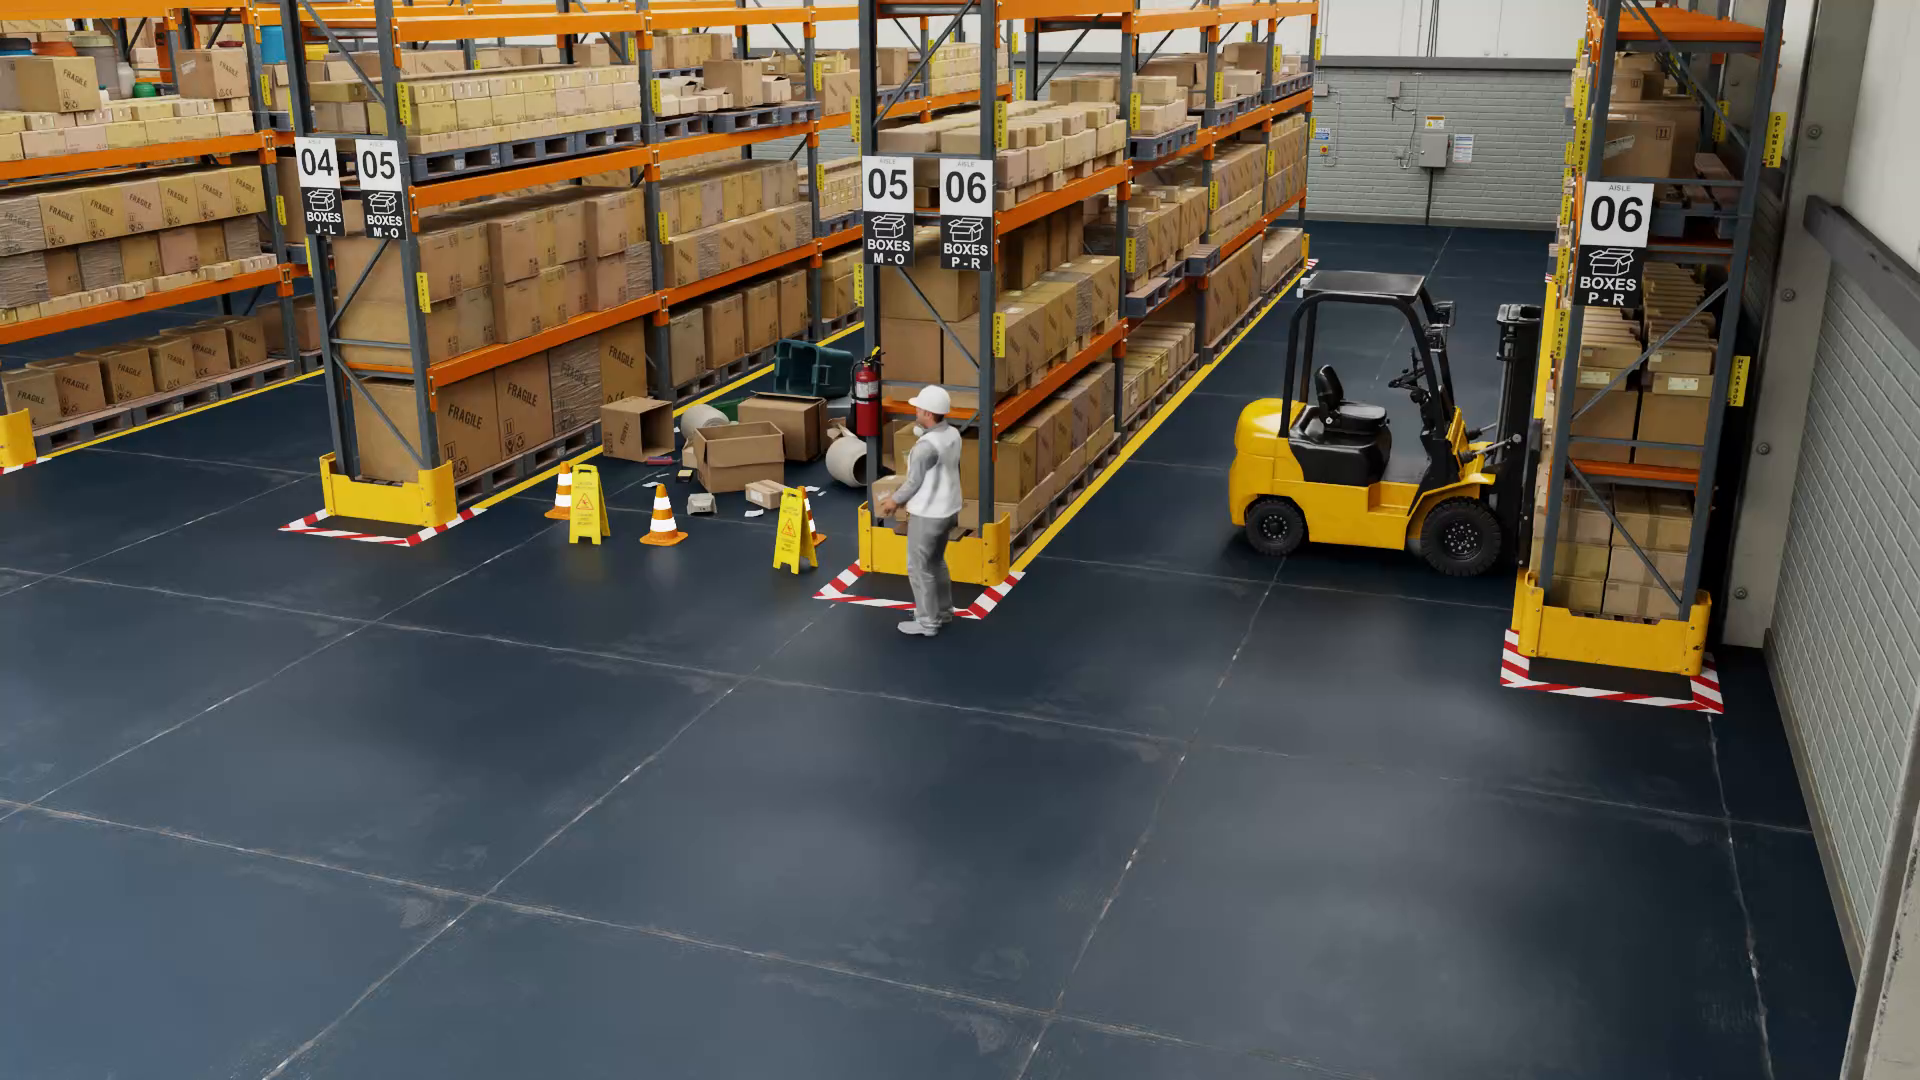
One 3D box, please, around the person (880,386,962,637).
[{"bbox_3d":[-0.268,-0.220,11.666,0.529,1.778,0.528,8,20,23],"label":"person"}]
